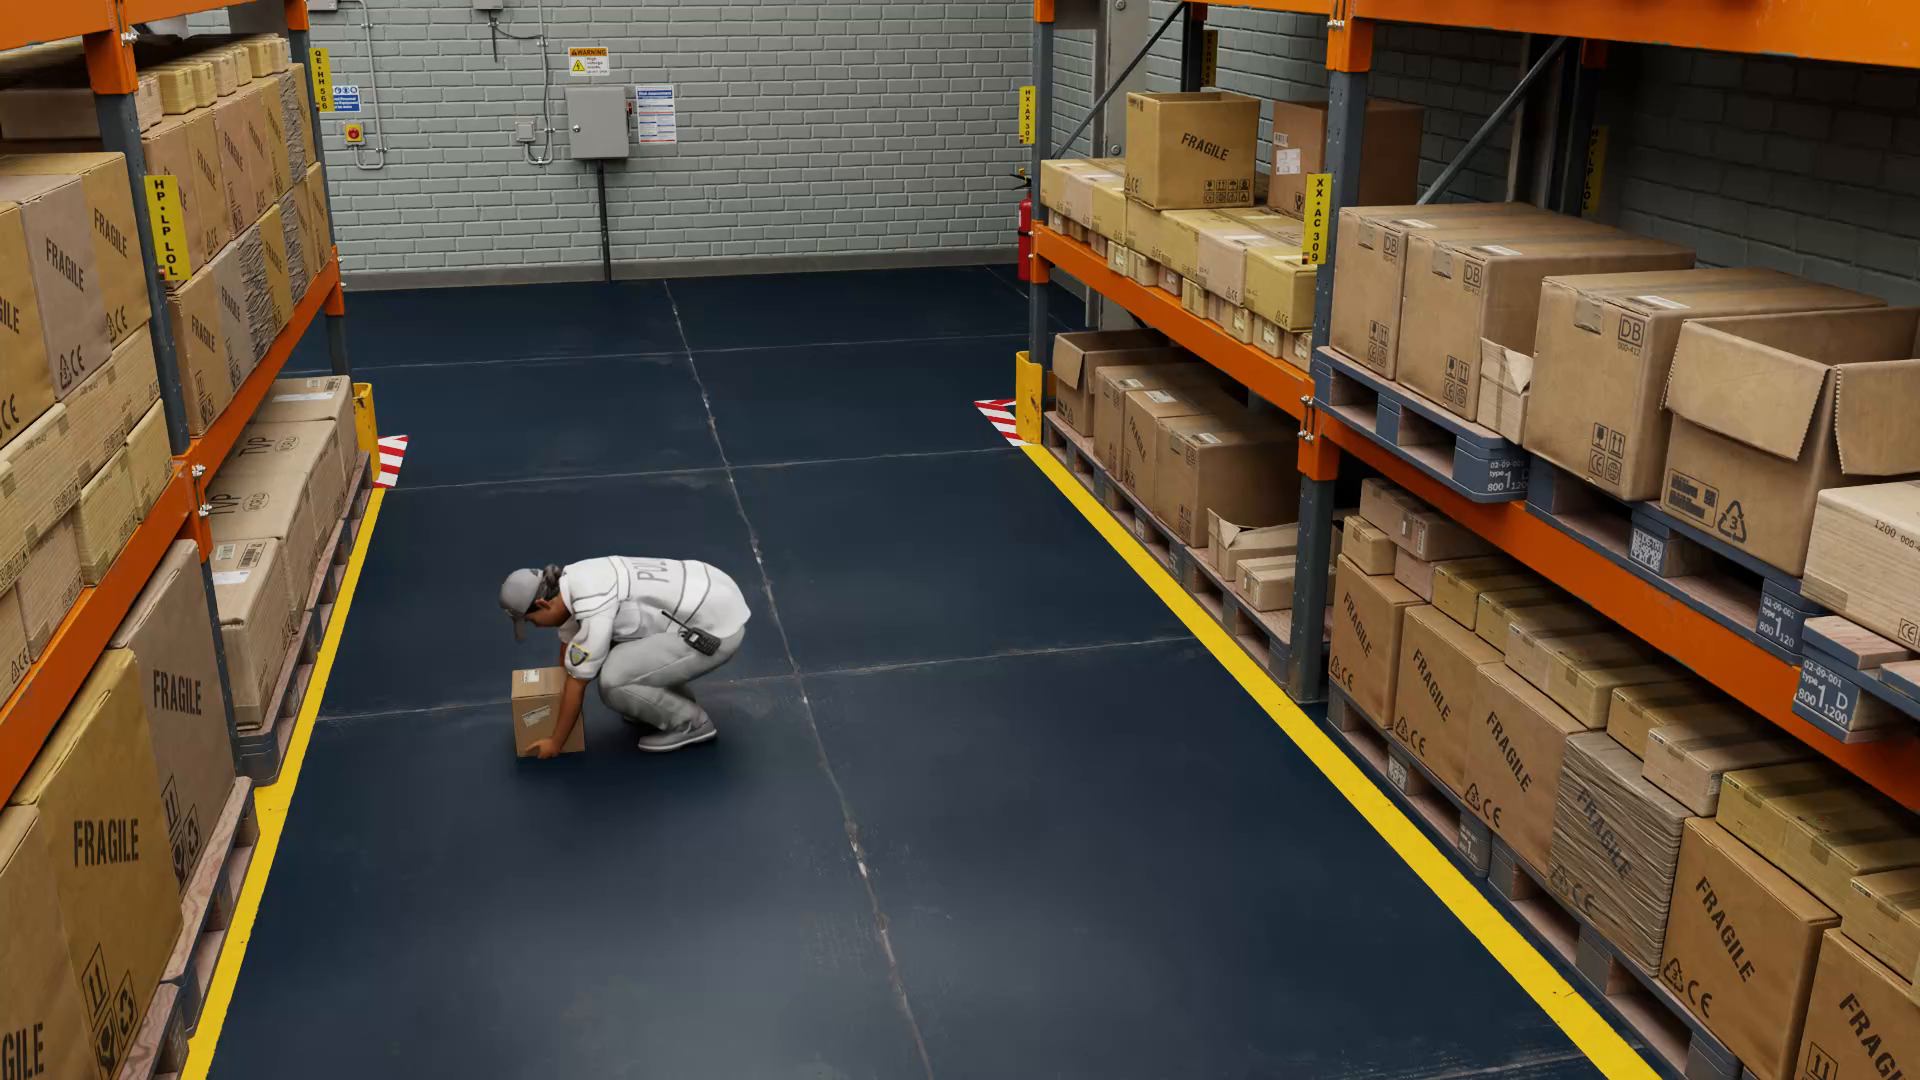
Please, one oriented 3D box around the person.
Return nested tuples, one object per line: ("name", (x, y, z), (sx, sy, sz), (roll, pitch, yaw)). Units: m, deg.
("person", (-1.255, 0.423, 6.325), (0.918, 0.774, 0.507), (-5, 20, -14))
